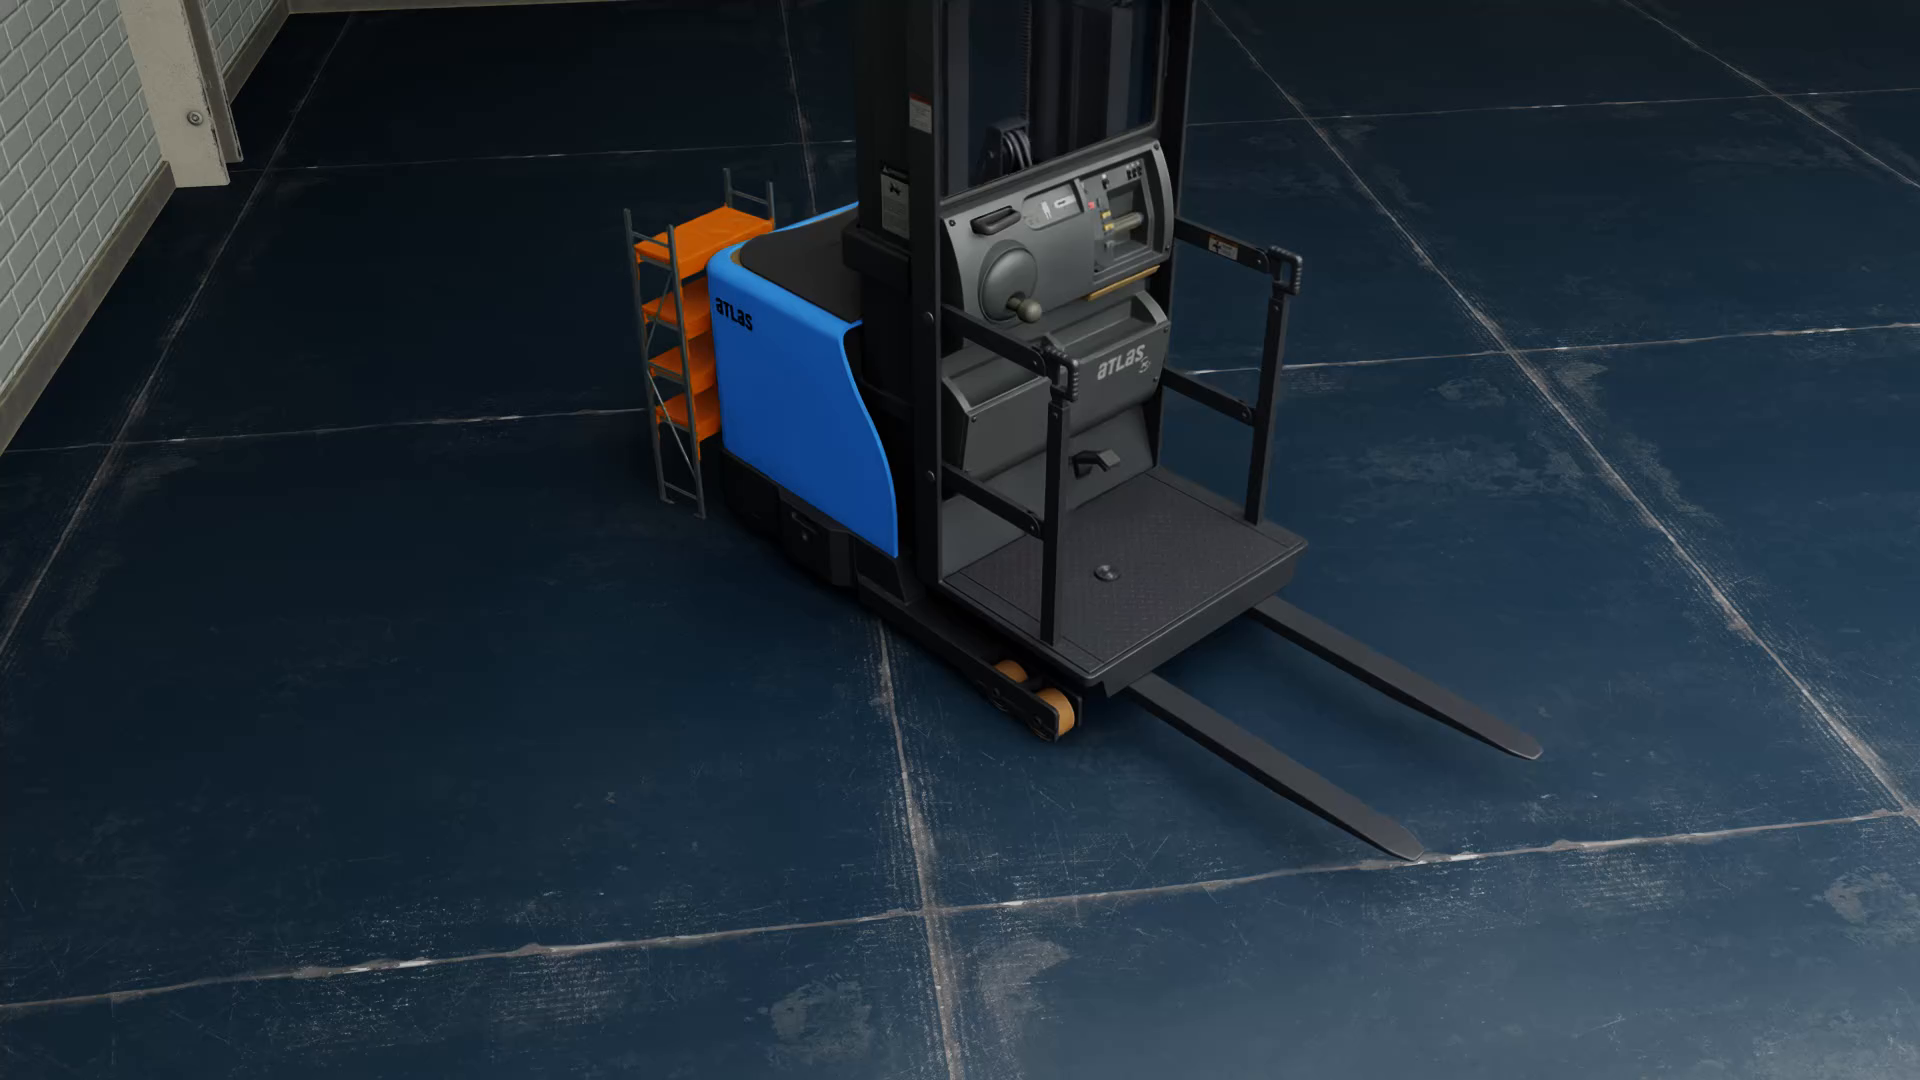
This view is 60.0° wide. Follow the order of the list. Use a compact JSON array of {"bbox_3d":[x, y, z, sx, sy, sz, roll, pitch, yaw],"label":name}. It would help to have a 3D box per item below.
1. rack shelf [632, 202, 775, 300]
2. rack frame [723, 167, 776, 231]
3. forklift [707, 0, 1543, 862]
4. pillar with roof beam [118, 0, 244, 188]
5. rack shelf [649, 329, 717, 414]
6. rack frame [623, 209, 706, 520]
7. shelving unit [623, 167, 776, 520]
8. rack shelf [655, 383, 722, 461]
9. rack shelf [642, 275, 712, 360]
[{"bbox_3d":[-0.927,-1.052,6.028,0.258,0.148,0.480,24,41,31],"label":"rack shelf"},{"bbox_3d":[-0.772,-0.833,6.405,0.240,1.200,0.015,24,41,31],"label":"rack frame"},{"bbox_3d":[0.463,-0.900,4.967,1.130,2.935,3.031,-27,43,-34],"label":"forklift"},{"bbox_3d":[0.079,-6.088,7.193,9.100,9.000,0.400,-4,35,-6],"label":"pillar with roof beam"},{"bbox_3d":[-0.923,-0.670,6.285,0.258,0.148,0.480,24,41,31],"label":"rack shelf"},{"bbox_3d":[-1.076,-0.618,6.089,0.240,1.200,0.015,24,41,31],"label":"rack frame"},{"bbox_3d":[-0.924,-0.726,6.247,0.258,1.200,0.503,24,41,31],"label":"shelving unit"},{"bbox_3d":[-0.922,-0.505,6.395,0.258,0.148,0.480,24,41,31],"label":"rack shelf"},{"bbox_3d":[-0.925,-0.856,6.160,0.258,0.148,0.480,24,41,31],"label":"rack shelf"}]
